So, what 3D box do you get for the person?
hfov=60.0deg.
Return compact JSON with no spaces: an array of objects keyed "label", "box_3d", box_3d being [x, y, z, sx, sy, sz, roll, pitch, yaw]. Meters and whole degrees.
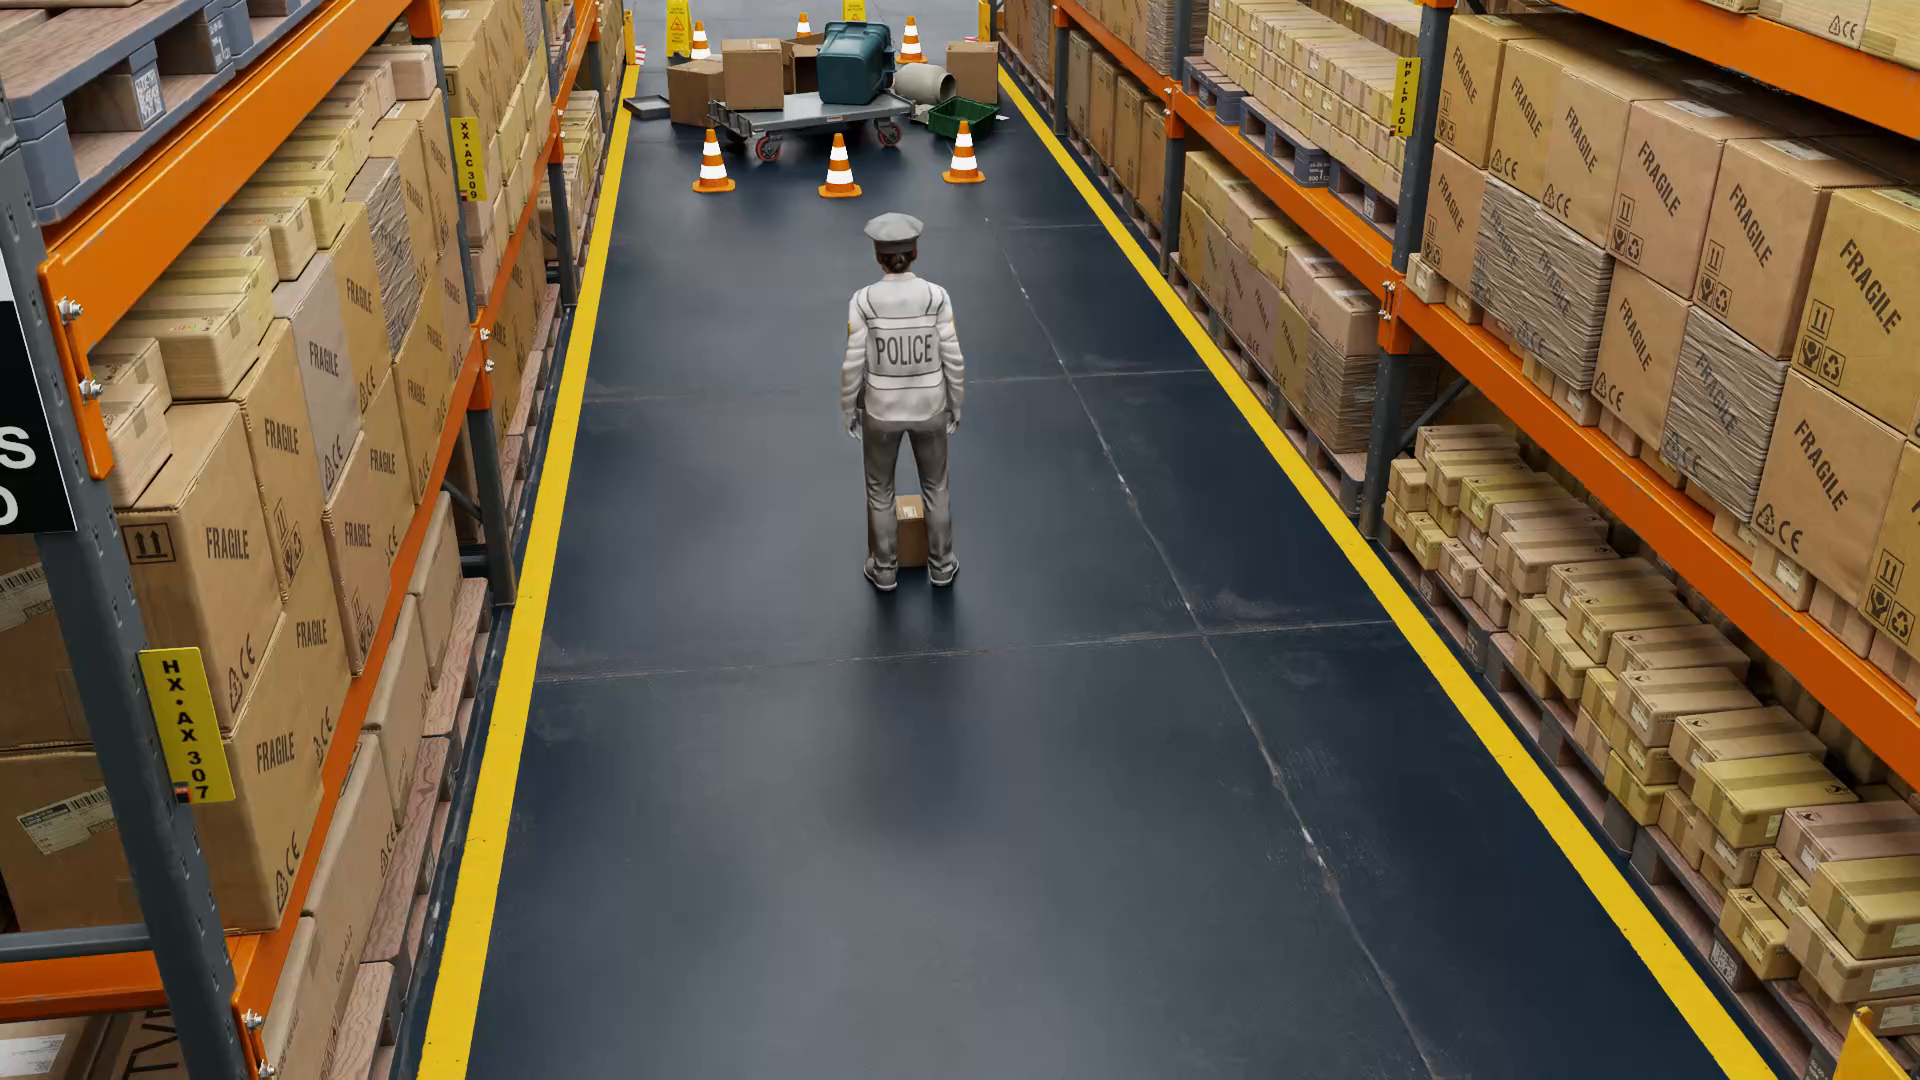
[{"label":"person","box_3d":[-0.246,-0.558,7.194,0.530,1.663,0.372,-4,28,-7]}]
